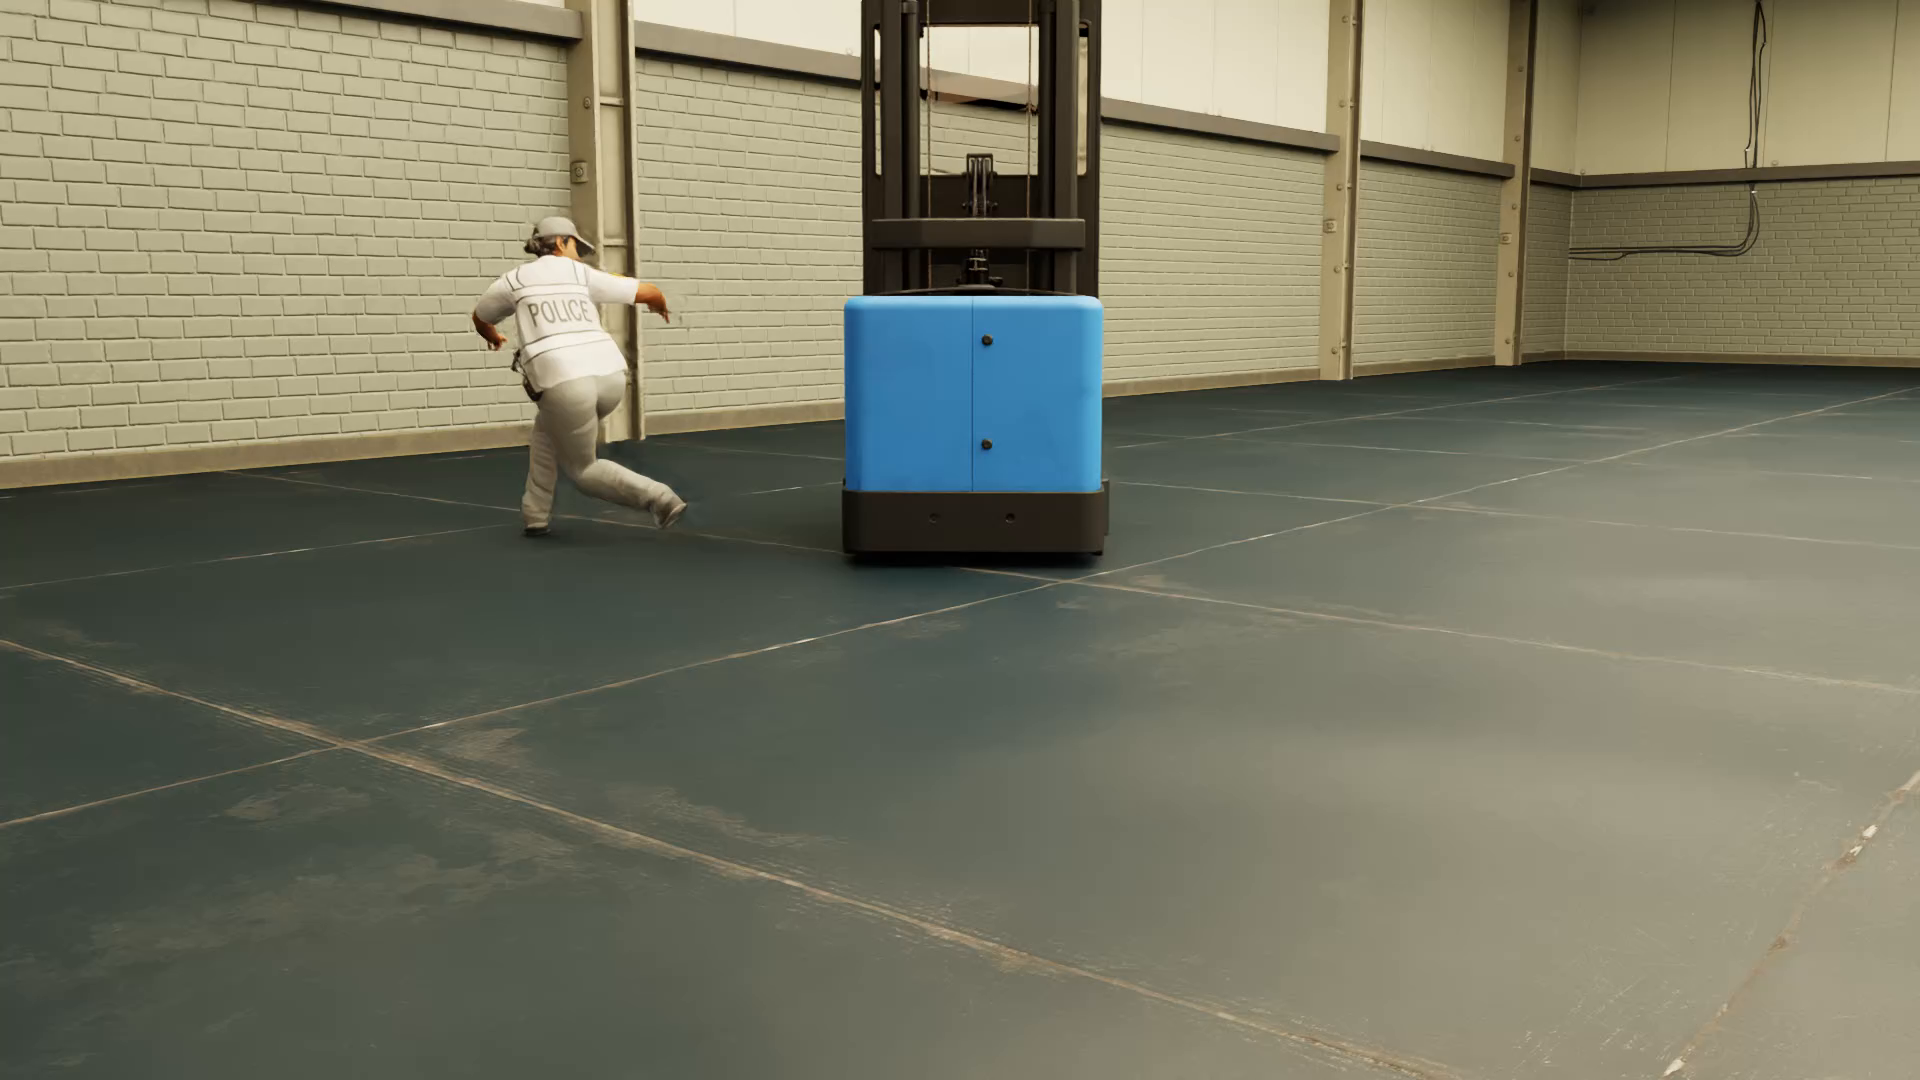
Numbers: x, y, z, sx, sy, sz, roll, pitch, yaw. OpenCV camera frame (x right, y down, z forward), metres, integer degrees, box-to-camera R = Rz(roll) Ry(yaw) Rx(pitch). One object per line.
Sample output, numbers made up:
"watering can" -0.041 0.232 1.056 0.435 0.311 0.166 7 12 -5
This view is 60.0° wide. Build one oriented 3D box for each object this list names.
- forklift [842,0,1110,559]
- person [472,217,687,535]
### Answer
"forklift" 0.105 -1.550 7.877 1.130 2.935 3.031 0 8 2
"person" -1.715 -0.720 7.530 0.836 1.459 1.046 -8 11 -42
